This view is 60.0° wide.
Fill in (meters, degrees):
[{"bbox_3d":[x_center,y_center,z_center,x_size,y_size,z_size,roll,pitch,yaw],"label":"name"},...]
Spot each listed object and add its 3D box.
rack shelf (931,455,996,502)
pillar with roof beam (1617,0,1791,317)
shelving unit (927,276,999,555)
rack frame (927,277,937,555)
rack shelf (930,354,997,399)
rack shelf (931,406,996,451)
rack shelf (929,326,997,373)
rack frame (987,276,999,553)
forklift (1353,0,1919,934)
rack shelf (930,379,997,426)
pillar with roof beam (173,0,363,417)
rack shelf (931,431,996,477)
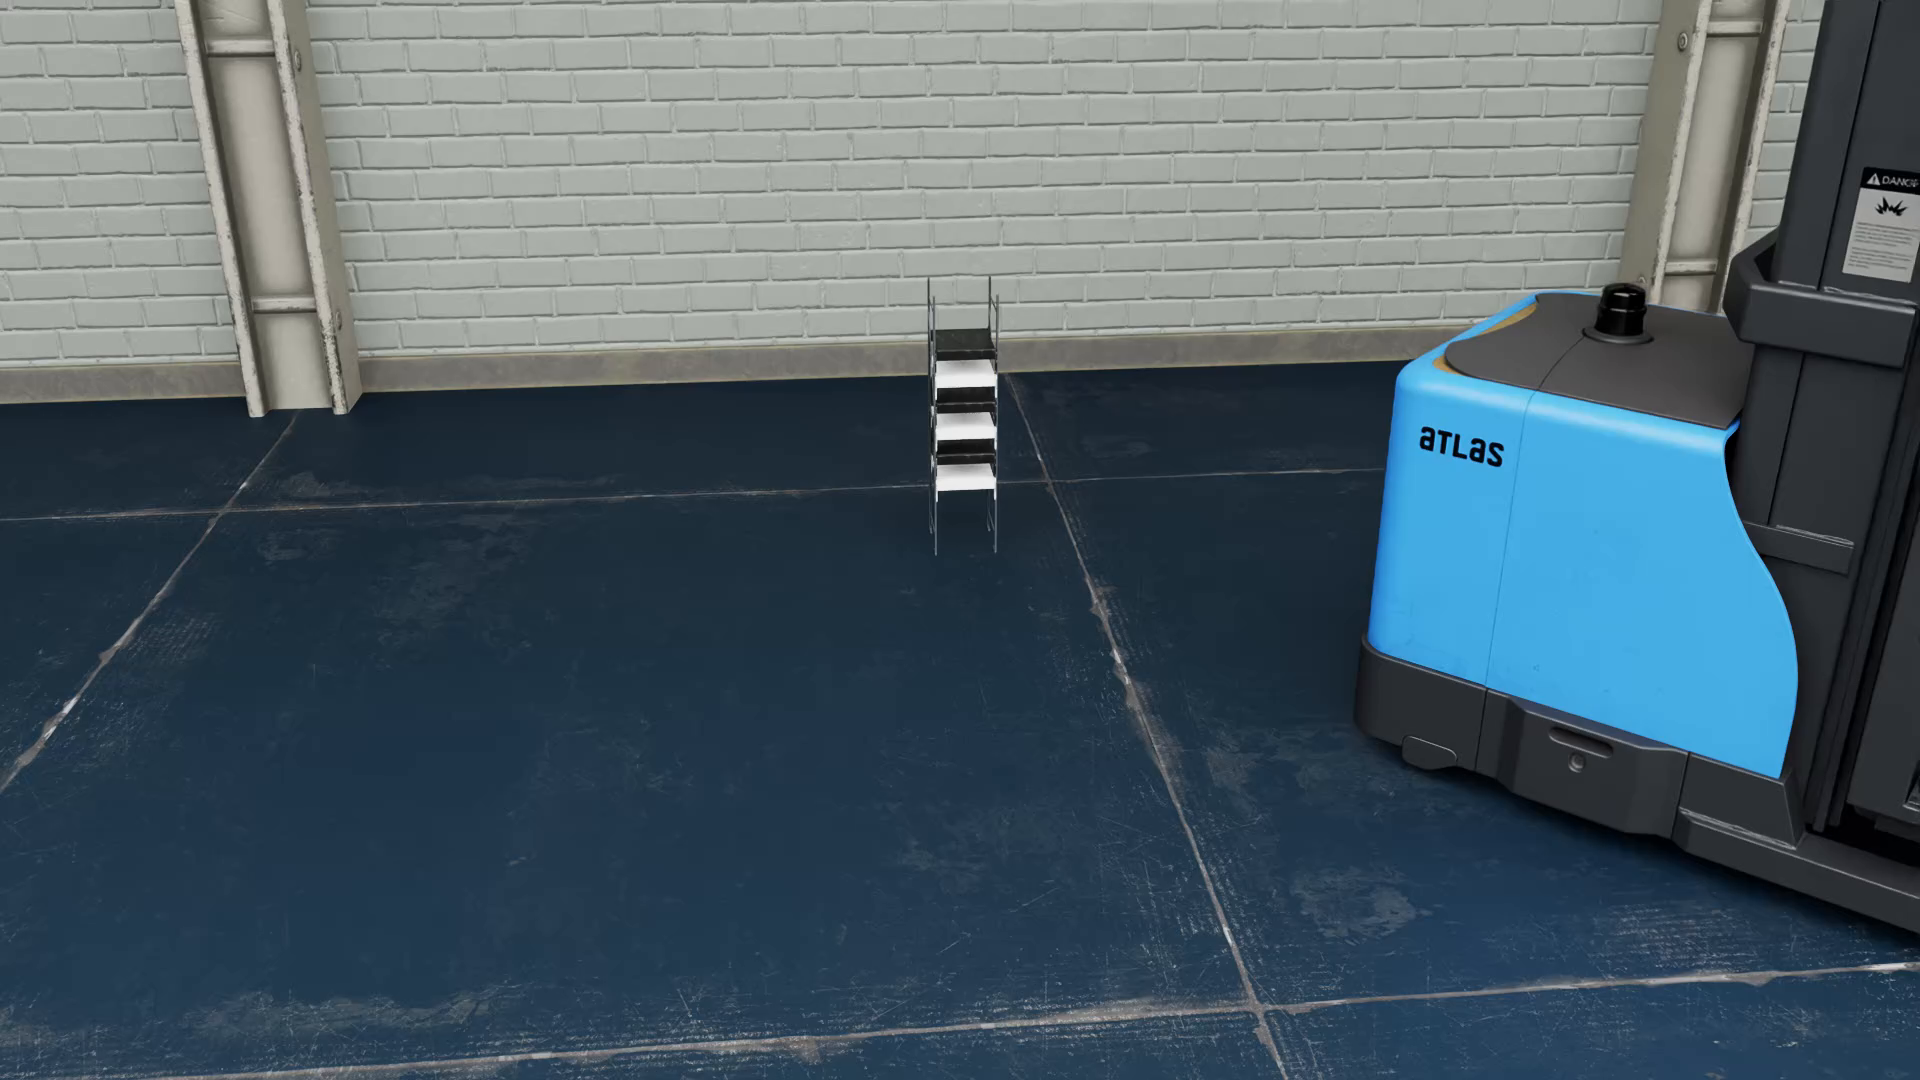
[{"bbox_3d":[0.008,-0.217,5.655,0.200,0.077,0.258,-2,24,-5],"label":"rack shelf"},{"bbox_3d":[3.627,-3.192,1.852,0.400,9.000,9.100,-2,24,-5],"label":"pillar with roof beam"},{"bbox_3d":[0.008,-0.412,5.568,0.210,0.900,0.258,-2,24,-5],"label":"shelving unit"},{"bbox_3d":[-0.093,-0.407,5.559,0.006,0.900,0.240,-2,24,-5],"label":"rack frame"},{"bbox_3d":[0.008,-0.546,5.508,0.200,0.077,0.258,-2,24,-5],"label":"rack shelf"},{"bbox_3d":[0.008,-0.381,5.581,0.200,0.077,0.258,-2,24,-5],"label":"rack shelf"},{"bbox_3d":[0.008,-0.628,5.472,0.200,0.077,0.258,-2,24,-5],"label":"rack shelf"},{"bbox_3d":[0.109,-0.416,5.577,0.006,0.900,0.240,-2,24,-5],"label":"rack frame"},{"bbox_3d":[2.526,-0.560,3.401,3.031,2.935,1.130,18,30,35],"label":"forklift"},{"bbox_3d":[0.008,-0.463,5.545,0.200,0.077,0.258,-2,24,-5],"label":"rack shelf"},{"bbox_3d":[-2.344,-2.953,1.313,0.400,9.000,9.100,-2,24,-5],"label":"pillar with roof beam"},{"bbox_3d":[0.008,-0.299,5.618,0.200,0.077,0.258,-2,24,-5],"label":"rack shelf"}]
